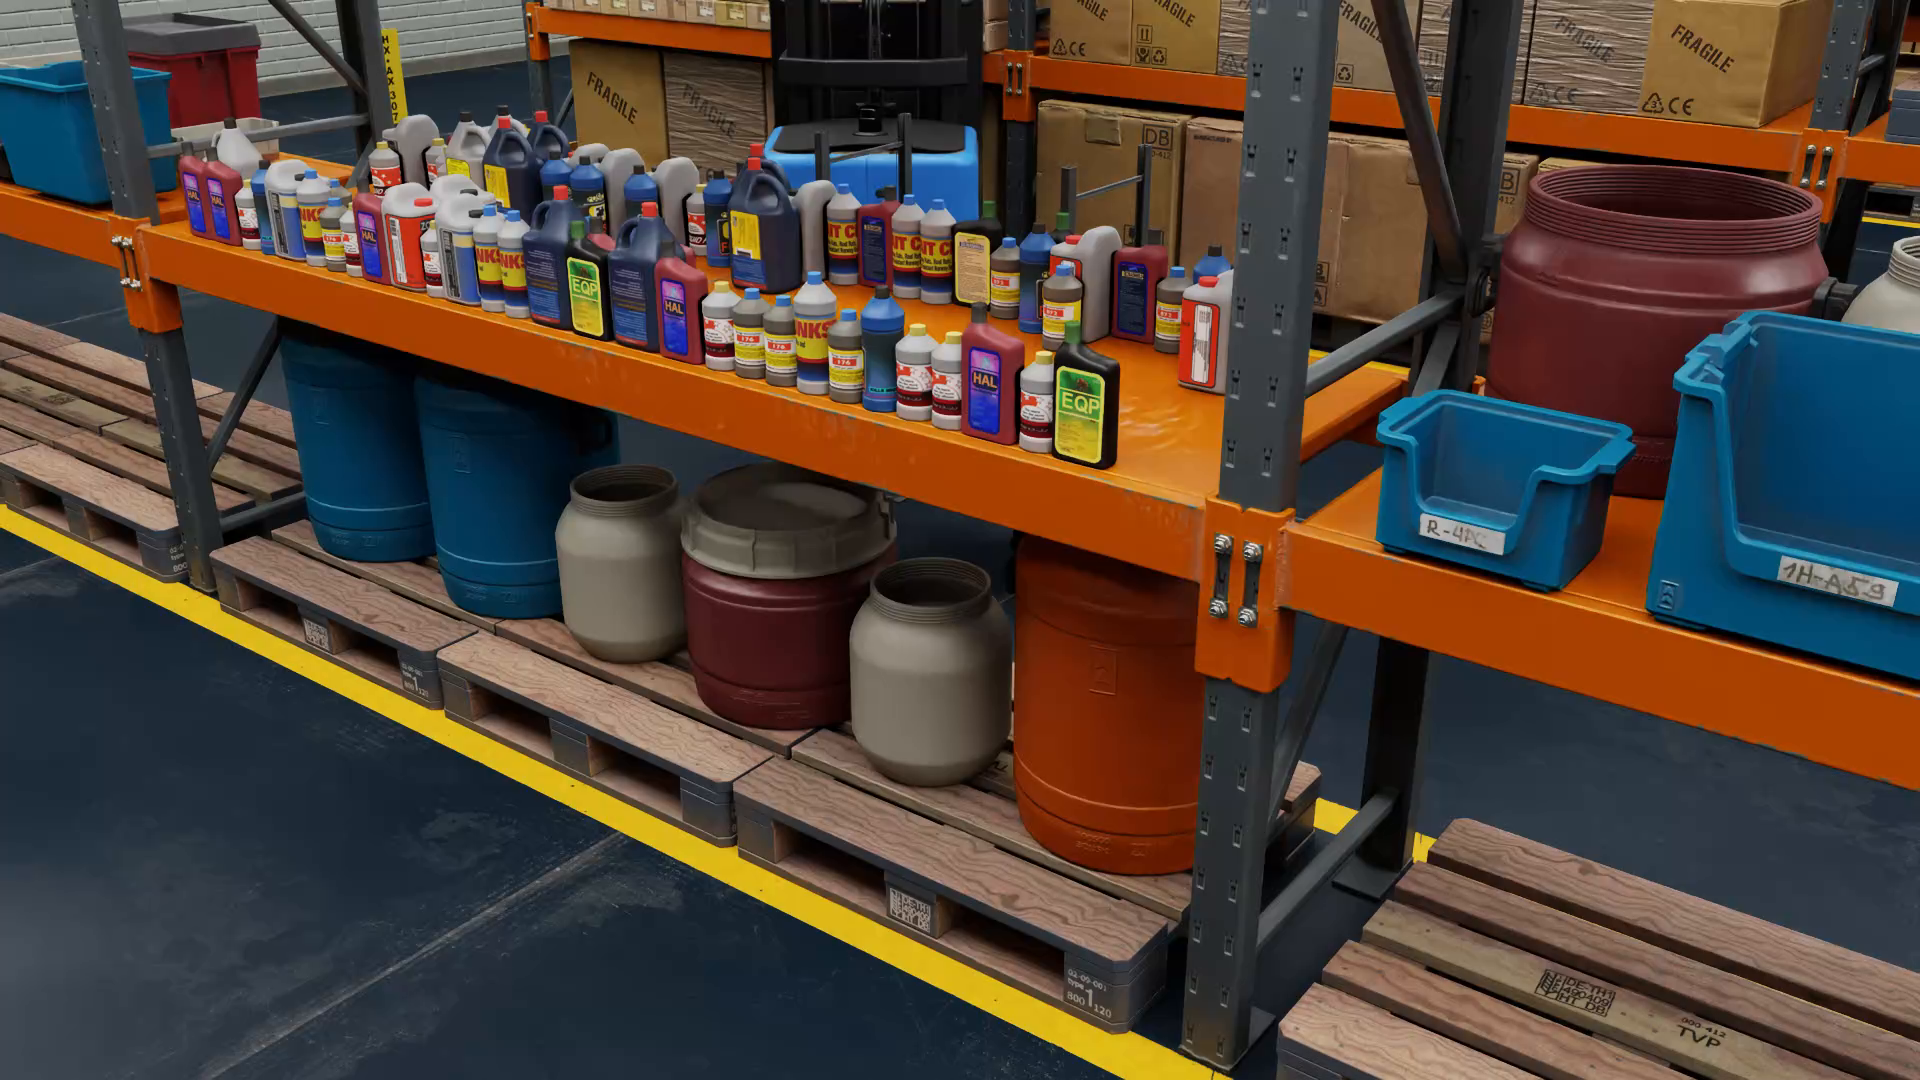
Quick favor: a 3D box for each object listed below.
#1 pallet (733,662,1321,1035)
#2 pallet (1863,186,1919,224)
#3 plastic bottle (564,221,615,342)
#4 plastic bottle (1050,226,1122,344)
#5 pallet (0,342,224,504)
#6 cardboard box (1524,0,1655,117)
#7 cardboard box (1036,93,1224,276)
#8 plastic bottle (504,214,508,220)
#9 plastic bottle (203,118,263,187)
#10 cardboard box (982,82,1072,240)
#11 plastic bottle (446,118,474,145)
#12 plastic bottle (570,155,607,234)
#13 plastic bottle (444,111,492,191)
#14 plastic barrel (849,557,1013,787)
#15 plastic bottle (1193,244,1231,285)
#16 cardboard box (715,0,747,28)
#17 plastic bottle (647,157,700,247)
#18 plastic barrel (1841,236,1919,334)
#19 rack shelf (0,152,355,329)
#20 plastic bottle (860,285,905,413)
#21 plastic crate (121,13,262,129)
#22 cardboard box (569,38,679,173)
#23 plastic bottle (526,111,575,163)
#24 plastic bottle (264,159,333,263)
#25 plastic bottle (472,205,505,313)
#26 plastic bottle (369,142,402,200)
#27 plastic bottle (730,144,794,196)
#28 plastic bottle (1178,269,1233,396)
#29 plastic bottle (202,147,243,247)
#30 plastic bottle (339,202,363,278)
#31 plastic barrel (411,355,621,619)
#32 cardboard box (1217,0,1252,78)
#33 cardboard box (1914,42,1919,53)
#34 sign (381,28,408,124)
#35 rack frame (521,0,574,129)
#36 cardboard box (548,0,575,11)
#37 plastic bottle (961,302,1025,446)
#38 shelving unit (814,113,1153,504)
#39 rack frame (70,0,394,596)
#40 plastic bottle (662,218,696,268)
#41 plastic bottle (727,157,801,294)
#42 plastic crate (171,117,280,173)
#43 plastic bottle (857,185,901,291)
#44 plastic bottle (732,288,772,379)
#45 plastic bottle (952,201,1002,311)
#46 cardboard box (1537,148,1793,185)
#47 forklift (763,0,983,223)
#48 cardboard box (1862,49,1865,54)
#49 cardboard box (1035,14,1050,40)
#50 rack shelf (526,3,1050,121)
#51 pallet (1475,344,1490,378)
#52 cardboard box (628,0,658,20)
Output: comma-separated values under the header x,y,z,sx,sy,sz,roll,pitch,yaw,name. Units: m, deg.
x,y,z,sx,sy,sz,roll,pitch,yaw,name
0.177,0.713,4.369,1.213,0.211,1.003,17,29,33,pallet
6.234,-2.473,11.600,1.213,0.211,1.003,17,29,33,pallet
-0.916,-0.646,4.140,0.133,0.283,0.061,17,29,33,plastic bottle
0.310,-0.650,4.158,0.135,0.276,0.152,17,29,33,plastic bottle
-3.960,-0.537,7.207,1.213,0.211,1.003,17,29,33,pallet
2.864,-2.191,7.379,0.500,0.500,0.500,17,29,33,cardboard box
1.127,-2.022,9.234,0.875,0.875,1.225,17,29,33,cardboard box
-1.240,-0.792,4.573,0.097,0.201,0.097,0,24,0,plastic bottle
-2.249,-1.131,5.157,0.185,0.351,0.144,17,29,33,plastic bottle
0.122,-2.356,9.991,0.875,0.875,0.875,17,29,33,cardboard box
-1.646,-1.267,5.550,0.133,0.283,0.061,17,29,33,plastic bottle
-1.115,-1.015,4.994,0.097,0.271,0.097,0,24,0,plastic bottle
-1.523,-1.167,5.240,0.185,0.351,0.144,17,29,33,plastic bottle
-0.074,0.340,4.322,0.421,0.512,0.421,0,24,0,plastic barrel
0.604,-0.572,3.989,0.097,0.271,0.097,0,24,0,plastic bottle
-1.281,-3.239,10.193,0.250,0.149,0.380,16,28,32,cardboard box
-0.870,-1.006,4.967,0.135,0.276,0.152,17,29,33,plastic bottle
1.784,-0.257,2.974,0.421,0.512,0.421,0,24,0,plastic barrel
-3.969,-1.507,6.843,4.000,0.370,1.077,17,29,33,rack shelf
-0.169,-0.423,3.650,0.097,0.271,0.097,0,24,0,plastic bottle
-2.932,-1.706,6.249,0.583,0.464,0.402,17,29,33,plastic crate
-2.038,-3.009,11.473,0.875,0.875,0.875,17,29,33,cardboard box
-1.288,-1.169,5.244,0.185,0.351,0.144,17,29,33,plastic bottle
-1.933,-0.973,4.891,0.135,0.276,0.152,17,29,33,plastic bottle
-1.223,-0.742,4.374,0.097,0.271,0.097,0,24,0,plastic bottle
-1.919,-1.226,5.559,0.097,0.201,0.097,0,24,0,plastic bottle
-0.555,-0.947,4.741,0.185,0.351,0.144,17,29,33,plastic bottle
0.589,-0.489,3.793,0.135,0.276,0.152,17,29,33,plastic bottle
-2.224,-1.041,5.037,0.133,0.283,0.061,17,29,33,plastic bottle
-1.701,-0.855,4.716,0.097,0.201,0.097,0,24,0,plastic bottle
-1.376,-0.276,5.239,0.708,0.901,0.600,17,29,33,plastic barrel
1.624,-2.562,8.221,0.500,0.500,0.500,16,28,32,cardboard box
9.244,-4.595,15.072,0.875,0.875,0.875,17,29,33,cardboard box
-2.037,-1.656,5.946,0.005,0.325,0.100,17,29,33,sign
-2.598,-3.918,11.422,0.127,3.000,1.000,17,29,33,rack frame
-2.512,-3.611,11.036,0.250,0.149,0.380,17,29,34,cardboard box
0.068,-0.348,3.464,0.133,0.283,0.061,17,29,33,plastic bottle
0.068,-0.666,5.901,1.048,1.500,0.538,17,29,33,shelving unit
-2.368,-1.353,5.600,0.127,3.000,1.000,17,29,33,rack frame
-0.723,-0.660,4.172,0.133,0.283,0.061,17,29,33,plastic bottle
-0.538,-0.866,4.555,0.185,0.351,0.144,17,29,33,plastic bottle
-2.655,-1.418,6.001,0.243,0.136,0.396,17,29,33,plastic crate
-0.217,-0.835,4.570,0.133,0.283,0.061,17,29,33,plastic bottle
-0.480,-0.486,3.878,0.097,0.201,0.097,0,24,0,plastic bottle
0.046,-0.756,4.390,0.133,0.283,0.061,17,29,33,plastic bottle
3.263,-1.377,7.769,0.875,0.875,1.225,15,28,31,cardboard box
-0.424,-2.702,8.747,1.130,2.935,3.031,0,24,0,forklift
6.046,-3.318,11.710,0.500,0.250,0.500,16,29,33,cardboard box
0.565,-3.015,9.683,0.250,0.149,0.380,17,29,33,cardboard box
-0.998,-3.105,10.470,4.000,0.370,1.077,17,29,33,rack shelf
3.217,-0.922,8.082,1.213,0.211,1.003,17,29,33,pallet
-1.892,-3.425,10.614,0.250,0.149,0.380,16,29,33,cardboard box
